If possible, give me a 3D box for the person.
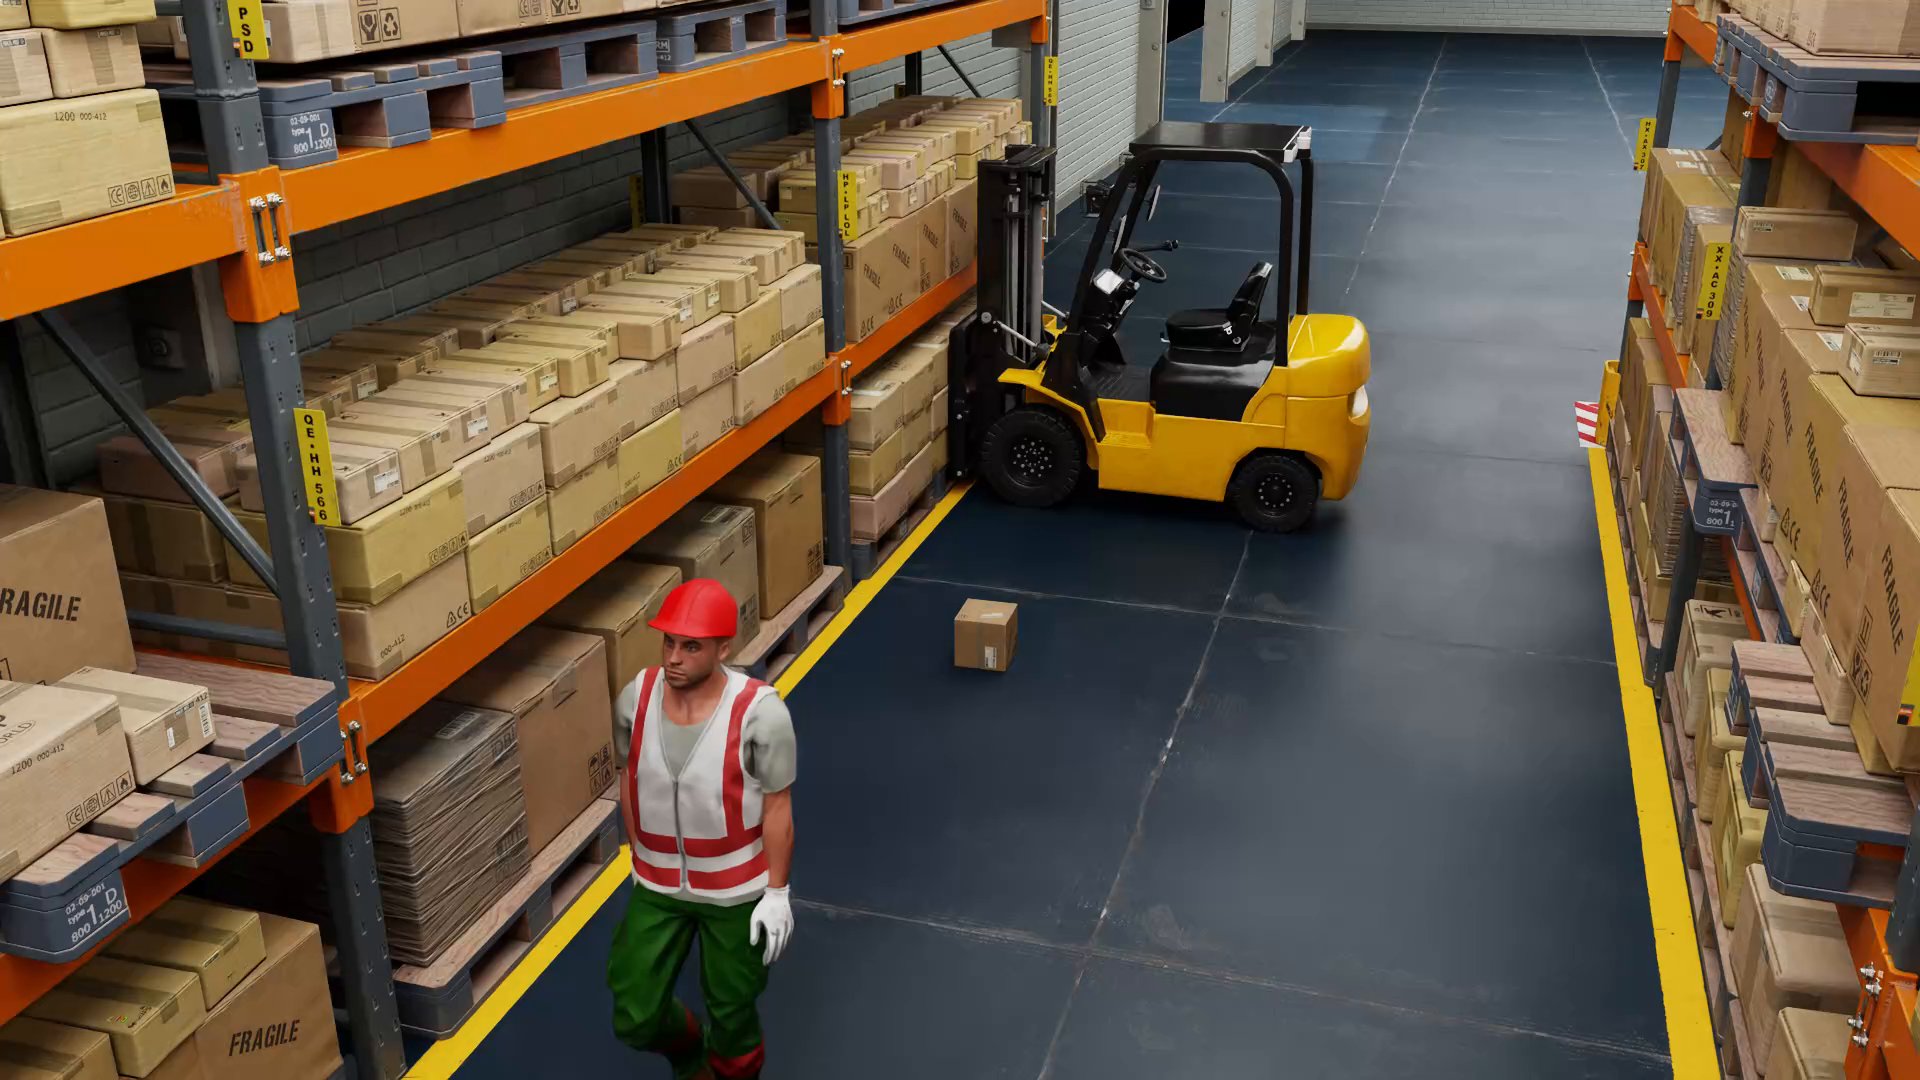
[{"bbox_3d":[-0.710,0.957,4.581,0.542,1.784,0.461,4,22,11],"label":"person"}]
